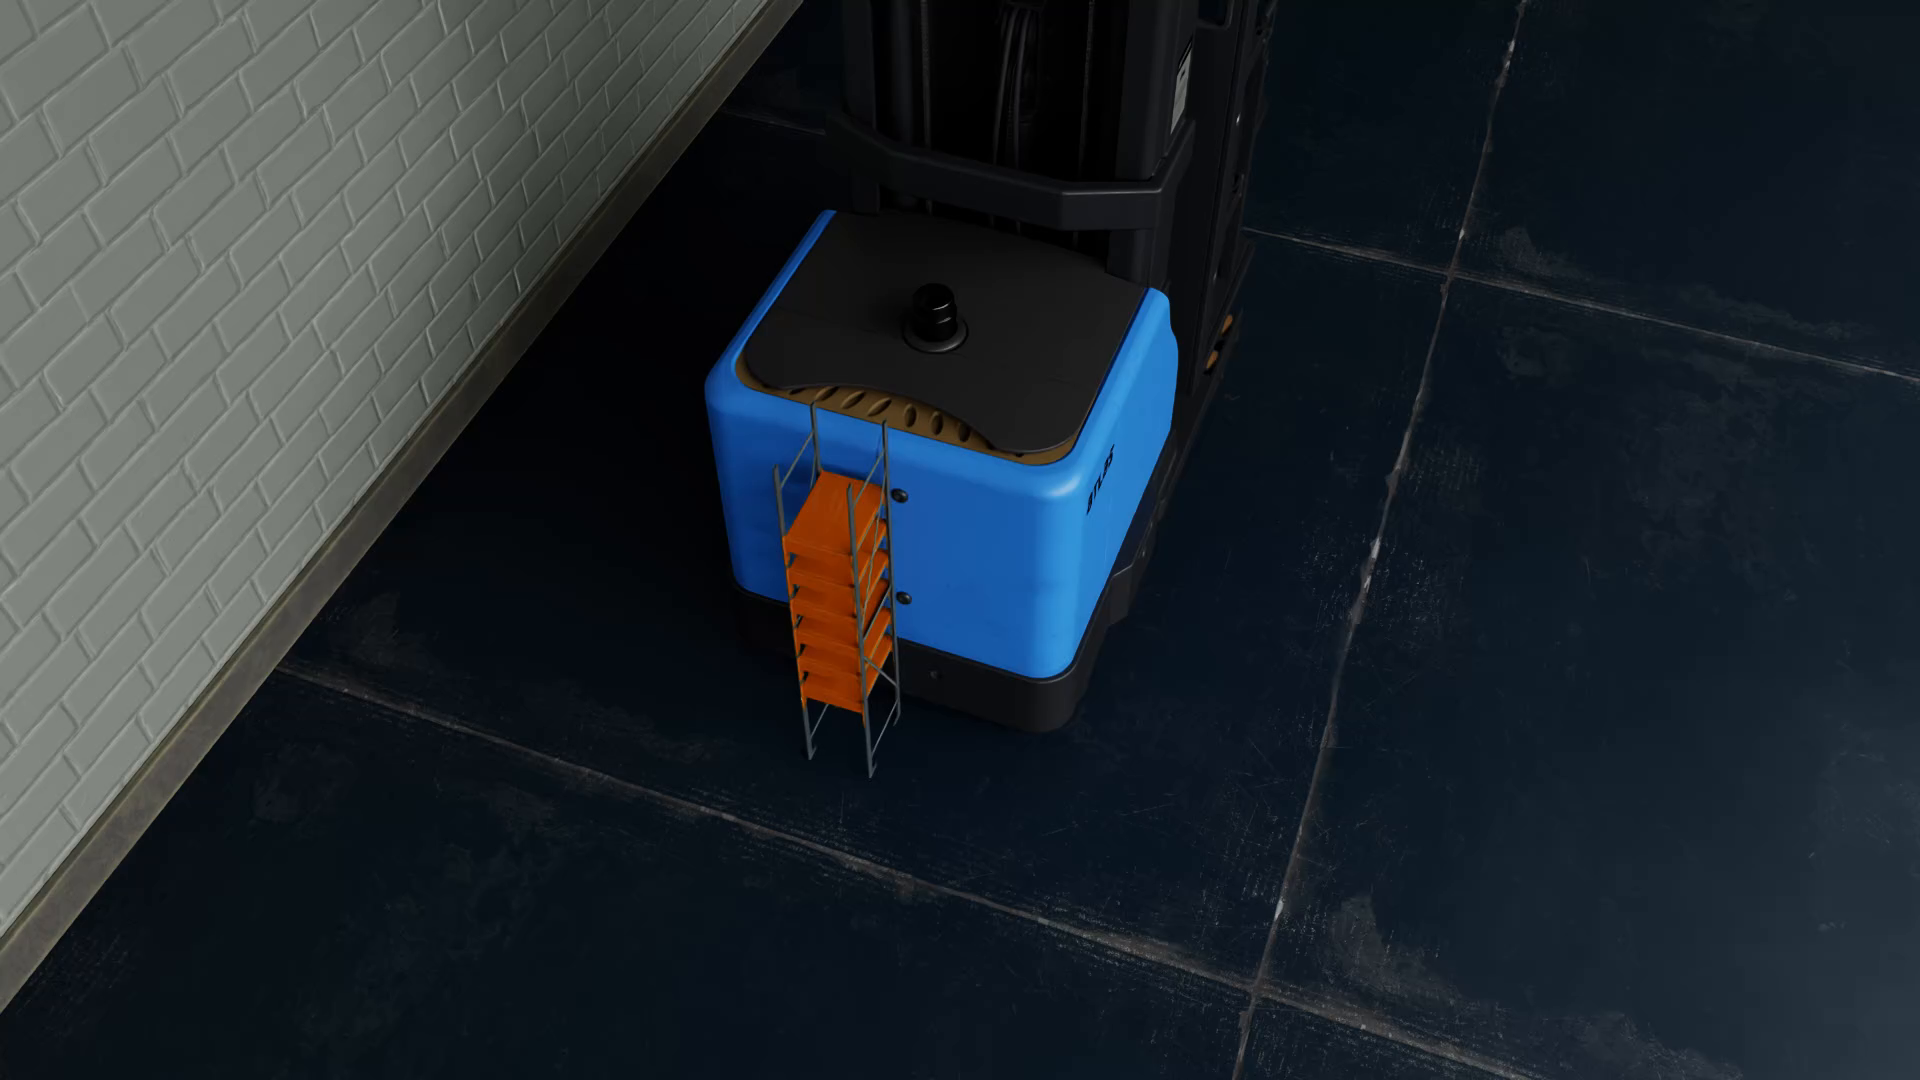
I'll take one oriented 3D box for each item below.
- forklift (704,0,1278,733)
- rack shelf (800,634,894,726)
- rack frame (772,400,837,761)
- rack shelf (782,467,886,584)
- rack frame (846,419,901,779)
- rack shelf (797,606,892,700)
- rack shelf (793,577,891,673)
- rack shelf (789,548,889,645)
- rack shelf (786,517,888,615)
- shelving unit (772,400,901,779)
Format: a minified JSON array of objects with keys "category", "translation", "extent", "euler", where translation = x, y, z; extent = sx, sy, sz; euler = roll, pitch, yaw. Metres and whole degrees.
[{"category":"forklift","translation":[0.334,-1.556,4.659],"extent":[1.130,2.935,3.031],"euler":[16,51,14]},{"category":"rack shelf","translation":[-0.300,0.356,4.524],"extent":[0.180,0.103,0.258],"euler":[15,51,13]},{"category":"rack frame","translation":[-0.387,0.147,4.329],"extent":[0.006,1.200,0.240],"euler":[15,51,13]},{"category":"rack shelf","translation":[-0.300,-0.037,4.070],"extent":[0.180,0.103,0.258],"euler":[15,51,13]},{"category":"rack frame","translation":[-0.214,0.193,4.289],"extent":[0.006,1.200,0.240],"euler":[15,51,13]},{"category":"rack shelf","translation":[-0.300,0.278,4.433],"extent":[0.180,0.103,0.258],"euler":[15,51,13]},{"category":"rack shelf","translation":[-0.300,0.199,4.342],"extent":[0.180,0.103,0.258],"euler":[15,51,13]},{"category":"rack shelf","translation":[-0.300,0.121,4.252],"extent":[0.180,0.103,0.258],"euler":[15,51,13]},{"category":"rack shelf","translation":[-0.300,0.042,4.161],"extent":[0.180,0.103,0.258],"euler":[15,51,13]},{"category":"shelving unit","translation":[-0.300,0.170,4.309],"extent":[0.189,1.200,0.258],"euler":[15,51,13]}]
